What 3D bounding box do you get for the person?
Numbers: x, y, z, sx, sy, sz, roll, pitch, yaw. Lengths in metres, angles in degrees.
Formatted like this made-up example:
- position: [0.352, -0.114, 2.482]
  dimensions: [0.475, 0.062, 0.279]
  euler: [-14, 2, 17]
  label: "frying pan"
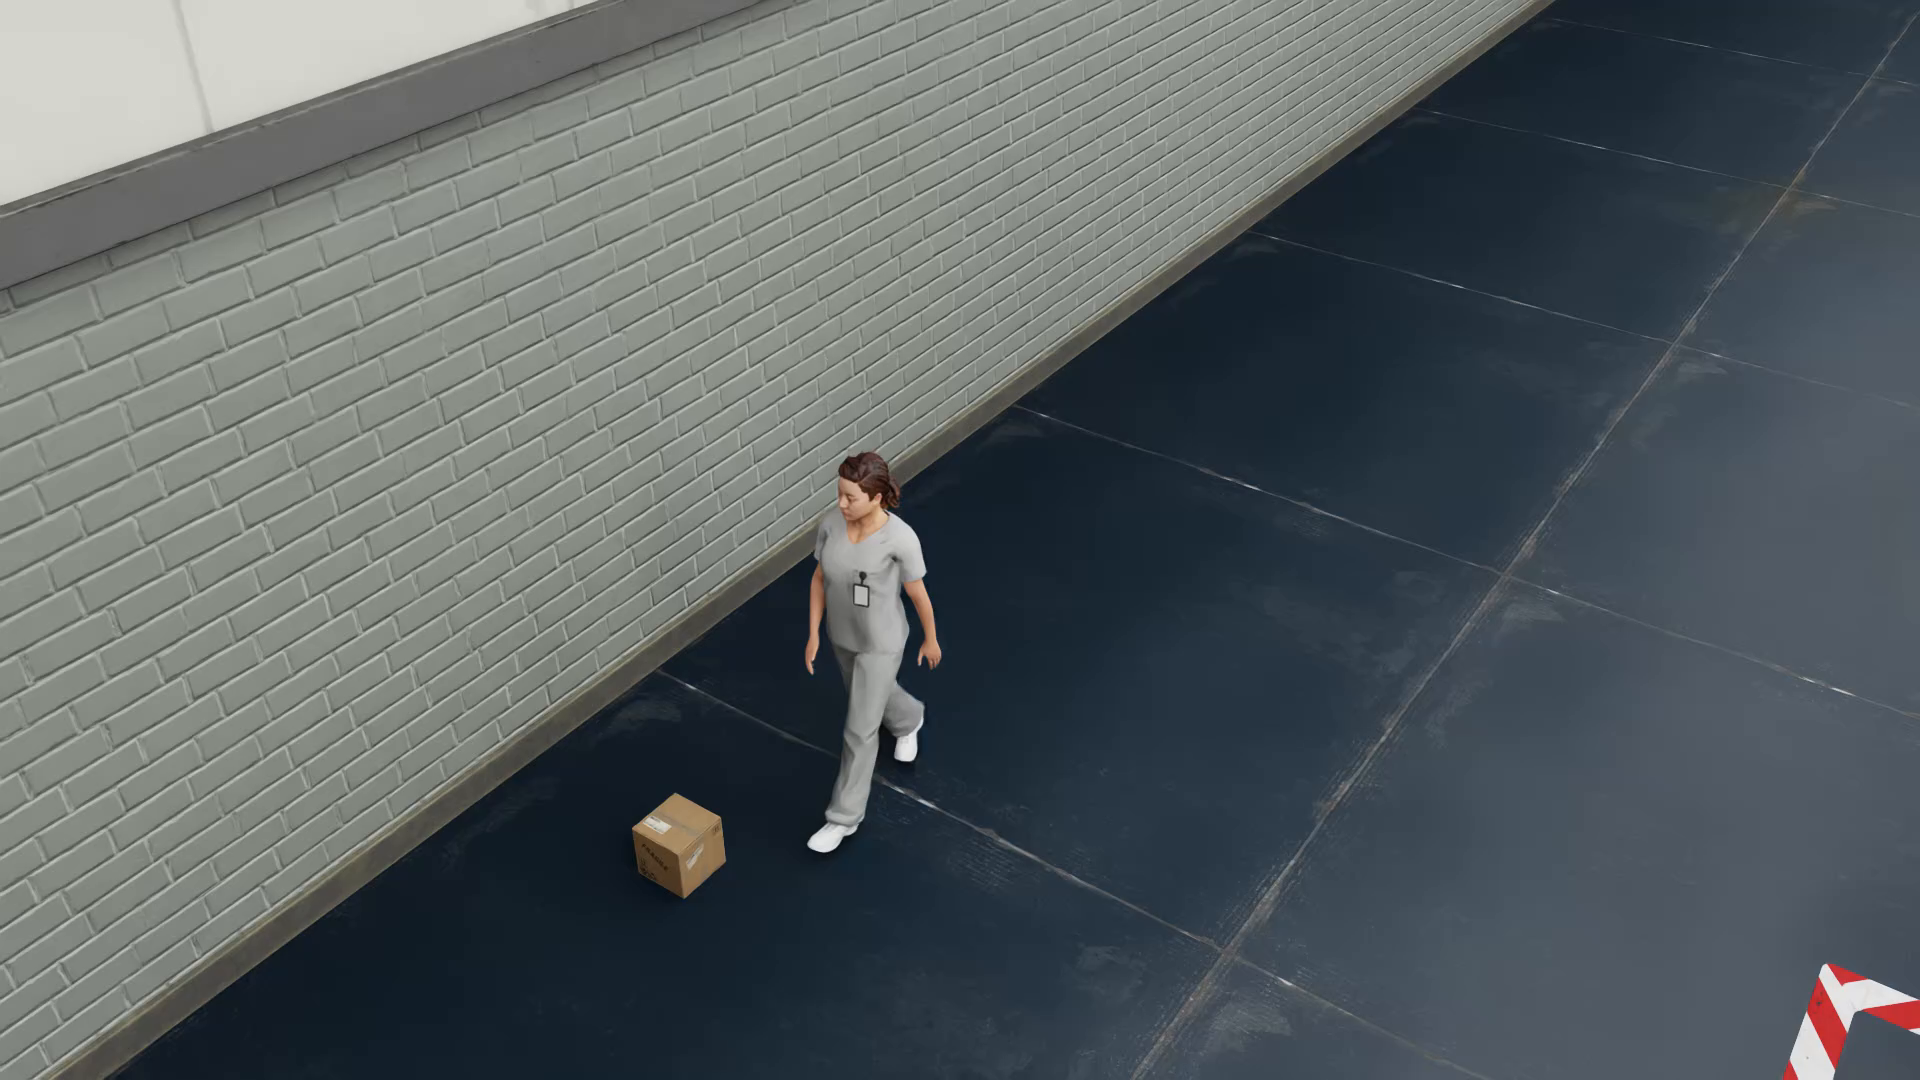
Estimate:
- position: [-0.379, 0.402, 6.583]
  dimensions: [0.502, 1.631, 0.933]
  euler: [20, 39, 26]
  label: "person"
